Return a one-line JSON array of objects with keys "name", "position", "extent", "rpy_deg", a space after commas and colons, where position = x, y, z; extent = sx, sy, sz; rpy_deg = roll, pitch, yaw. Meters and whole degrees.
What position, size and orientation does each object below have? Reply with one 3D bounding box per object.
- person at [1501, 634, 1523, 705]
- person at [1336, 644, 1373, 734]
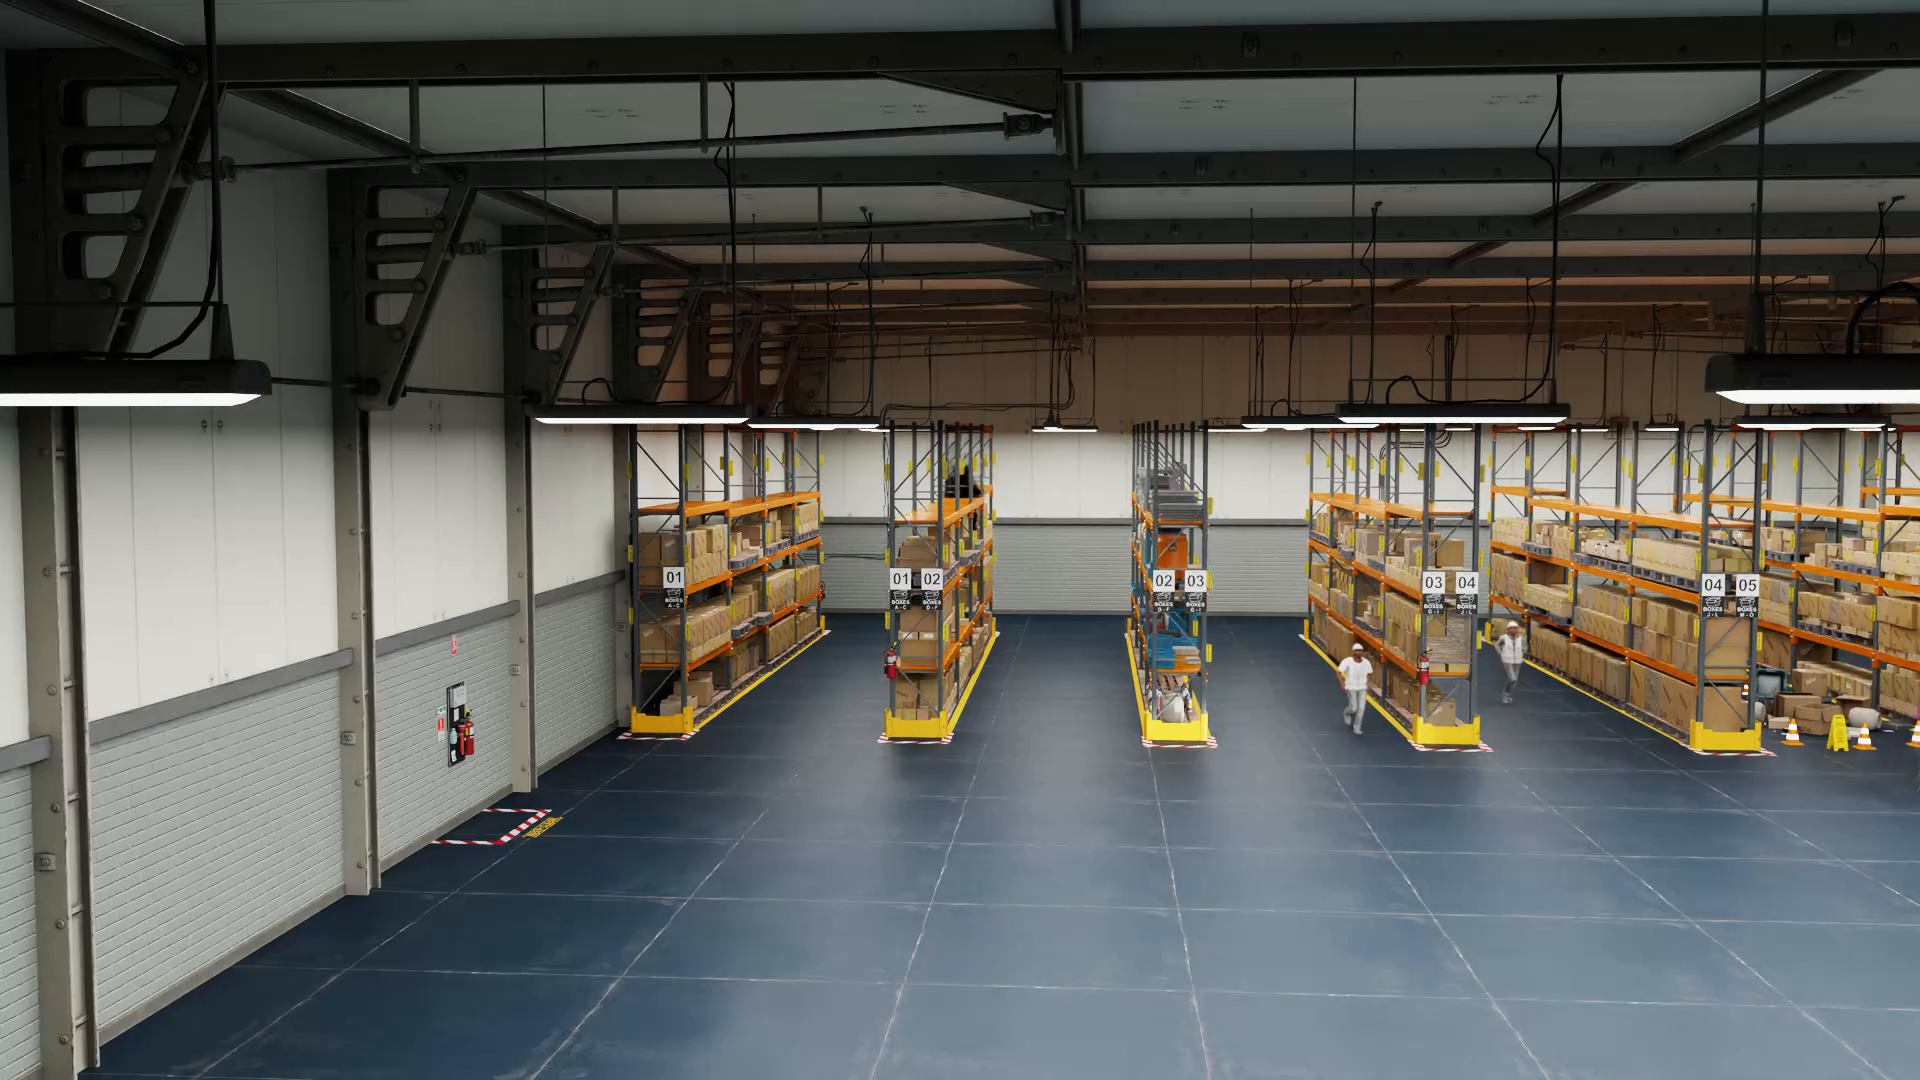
[{"name": "person", "position": [11.737, 2.751, 35.366], "extent": [0.448, 1.515, 0.617], "rpy_deg": [0, 4, -3]}, {"name": "person", "position": [14.772, 3.242, 25.710], "extent": [13.762, 1.722, 14.567], "rpy_deg": [0, 4, -6]}]
